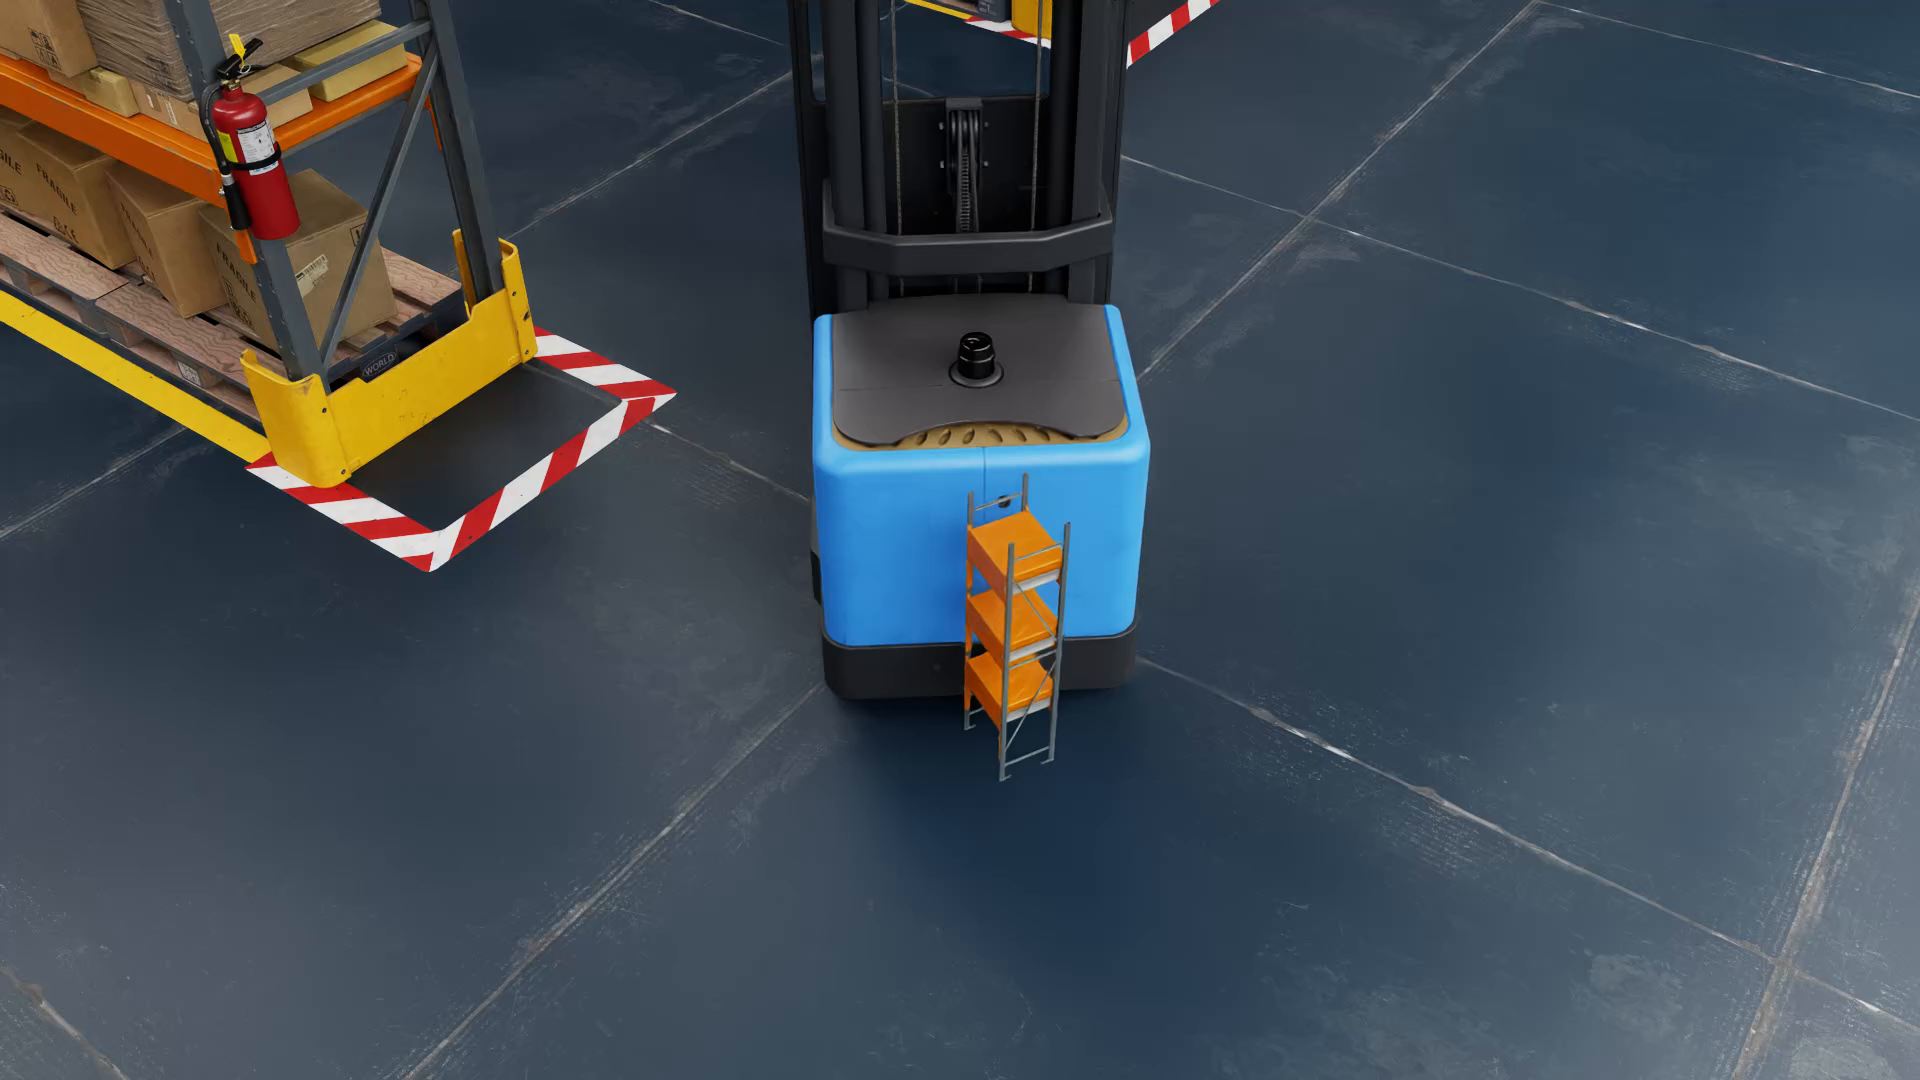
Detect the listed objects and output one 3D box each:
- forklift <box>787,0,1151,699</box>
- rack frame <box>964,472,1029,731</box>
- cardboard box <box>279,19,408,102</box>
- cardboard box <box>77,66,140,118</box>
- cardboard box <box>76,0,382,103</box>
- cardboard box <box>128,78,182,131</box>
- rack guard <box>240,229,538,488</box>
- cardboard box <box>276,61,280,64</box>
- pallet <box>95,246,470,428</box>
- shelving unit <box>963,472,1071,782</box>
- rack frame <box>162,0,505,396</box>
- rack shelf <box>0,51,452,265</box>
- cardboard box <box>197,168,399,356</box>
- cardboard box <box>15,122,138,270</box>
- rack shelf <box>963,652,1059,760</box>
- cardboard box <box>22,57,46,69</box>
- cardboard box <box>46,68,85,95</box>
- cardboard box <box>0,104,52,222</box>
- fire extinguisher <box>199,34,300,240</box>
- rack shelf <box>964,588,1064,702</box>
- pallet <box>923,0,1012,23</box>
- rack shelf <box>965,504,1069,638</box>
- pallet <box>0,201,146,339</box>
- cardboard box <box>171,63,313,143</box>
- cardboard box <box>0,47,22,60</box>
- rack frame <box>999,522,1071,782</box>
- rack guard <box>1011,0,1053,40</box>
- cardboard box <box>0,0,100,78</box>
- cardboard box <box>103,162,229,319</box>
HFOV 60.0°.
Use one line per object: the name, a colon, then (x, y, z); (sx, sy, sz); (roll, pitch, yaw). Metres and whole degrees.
forklift: (-0.017, -1.532, 5.764); (1.130, 2.935, 3.031); (-2, 42, -3)
rack frame: (0.108, 0.217, 5.212); (0.200, 1.050, 0.008); (-19, 46, -20)
cardboard box: (-2.302, -1.803, 6.204); (0.250, 0.149, 0.380); (25, 48, 25)
cardboard box: (-2.996, -1.724, 6.116); (0.250, 0.149, 0.380); (25, 48, 25)
cardboard box: (-2.640, -2.031, 5.972); (0.500, 0.500, 0.875); (25, 48, 25)
cardboard box: (-2.762, -1.656, 6.040); (0.250, 0.149, 0.380); (25, 48, 25)
rack guard: (-2.268, -0.755, 6.719); (0.348, 0.500, 1.175); (25, 48, 25)
cardboard box: (-2.496, -1.909, 6.323); (0.250, 0.149, 0.380); (25, 48, 25)
pallet: (-2.913, -0.978, 7.184); (1.213, 0.211, 1.003); (25, 48, 25)
shelving unit: (0.164, 0.291, 5.133); (0.215, 1.050, 0.252); (-19, 46, -20)
rack frame: (-2.205, -1.657, 5.853); (0.127, 3.000, 1.000); (25, 48, 25)
rack shelf: (-3.843, -2.155, 6.949); (4.000, 0.370, 1.077); (25, 48, 25)
cardboard box: (-2.707, -1.131, 6.824); (0.500, 0.500, 0.500); (-33, 51, -31)
cardboard box: (-3.718, -1.591, 7.338); (0.500, 0.500, 0.500); (30, 50, 29)
rack shelf: (0.161, 0.502, 5.330); (0.215, 0.259, 0.240); (-19, 46, -20)
cardboard box: (-3.373, -1.946, 6.364); (0.250, 0.149, 0.380); (25, 48, 25)
cardboard box: (-3.192, -1.828, 6.232); (0.250, 0.149, 0.380); (25, 48, 25)
cardboard box: (-4.149, -1.829, 7.604); (0.500, 0.500, 0.500); (21, 46, 22)
fire extinguisher: (-2.376, -1.333, 5.548); (0.183, 0.674, 0.296); (25, 48, 25)
rack shelf: (0.164, 0.299, 5.141); (0.215, 0.259, 0.240); (-19, 46, -20)
pallet: (0.026, -3.551, 10.060); (1.213, 0.211, 1.003); (25, 48, 25)
rack shelf: (0.167, 0.091, 4.948); (0.215, 0.259, 0.240); (-19, 46, -20)
pallet: (-3.907, -1.445, 7.707); (1.213, 0.211, 1.003); (25, 48, 25)
cardboard box: (-2.557, -1.560, 5.933); (0.250, 0.149, 0.380); (25, 48, 25)
cardboard box: (-3.590, -2.030, 6.457); (0.250, 0.149, 0.380); (25, 48, 25)
rack frame: (0.220, 0.365, 5.055); (0.200, 1.050, 0.008); (-19, 46, -20)
rack guard: (0.745, -3.386, 9.659); (0.348, 0.500, 1.175); (25, 48, 25)
cardboard box: (-3.118, -2.157, 6.113); (0.500, 0.500, 0.875); (25, 48, 25)
cardboard box: (-3.216, -1.341, 7.059); (0.500, 0.500, 0.500); (-29, 49, -28)
